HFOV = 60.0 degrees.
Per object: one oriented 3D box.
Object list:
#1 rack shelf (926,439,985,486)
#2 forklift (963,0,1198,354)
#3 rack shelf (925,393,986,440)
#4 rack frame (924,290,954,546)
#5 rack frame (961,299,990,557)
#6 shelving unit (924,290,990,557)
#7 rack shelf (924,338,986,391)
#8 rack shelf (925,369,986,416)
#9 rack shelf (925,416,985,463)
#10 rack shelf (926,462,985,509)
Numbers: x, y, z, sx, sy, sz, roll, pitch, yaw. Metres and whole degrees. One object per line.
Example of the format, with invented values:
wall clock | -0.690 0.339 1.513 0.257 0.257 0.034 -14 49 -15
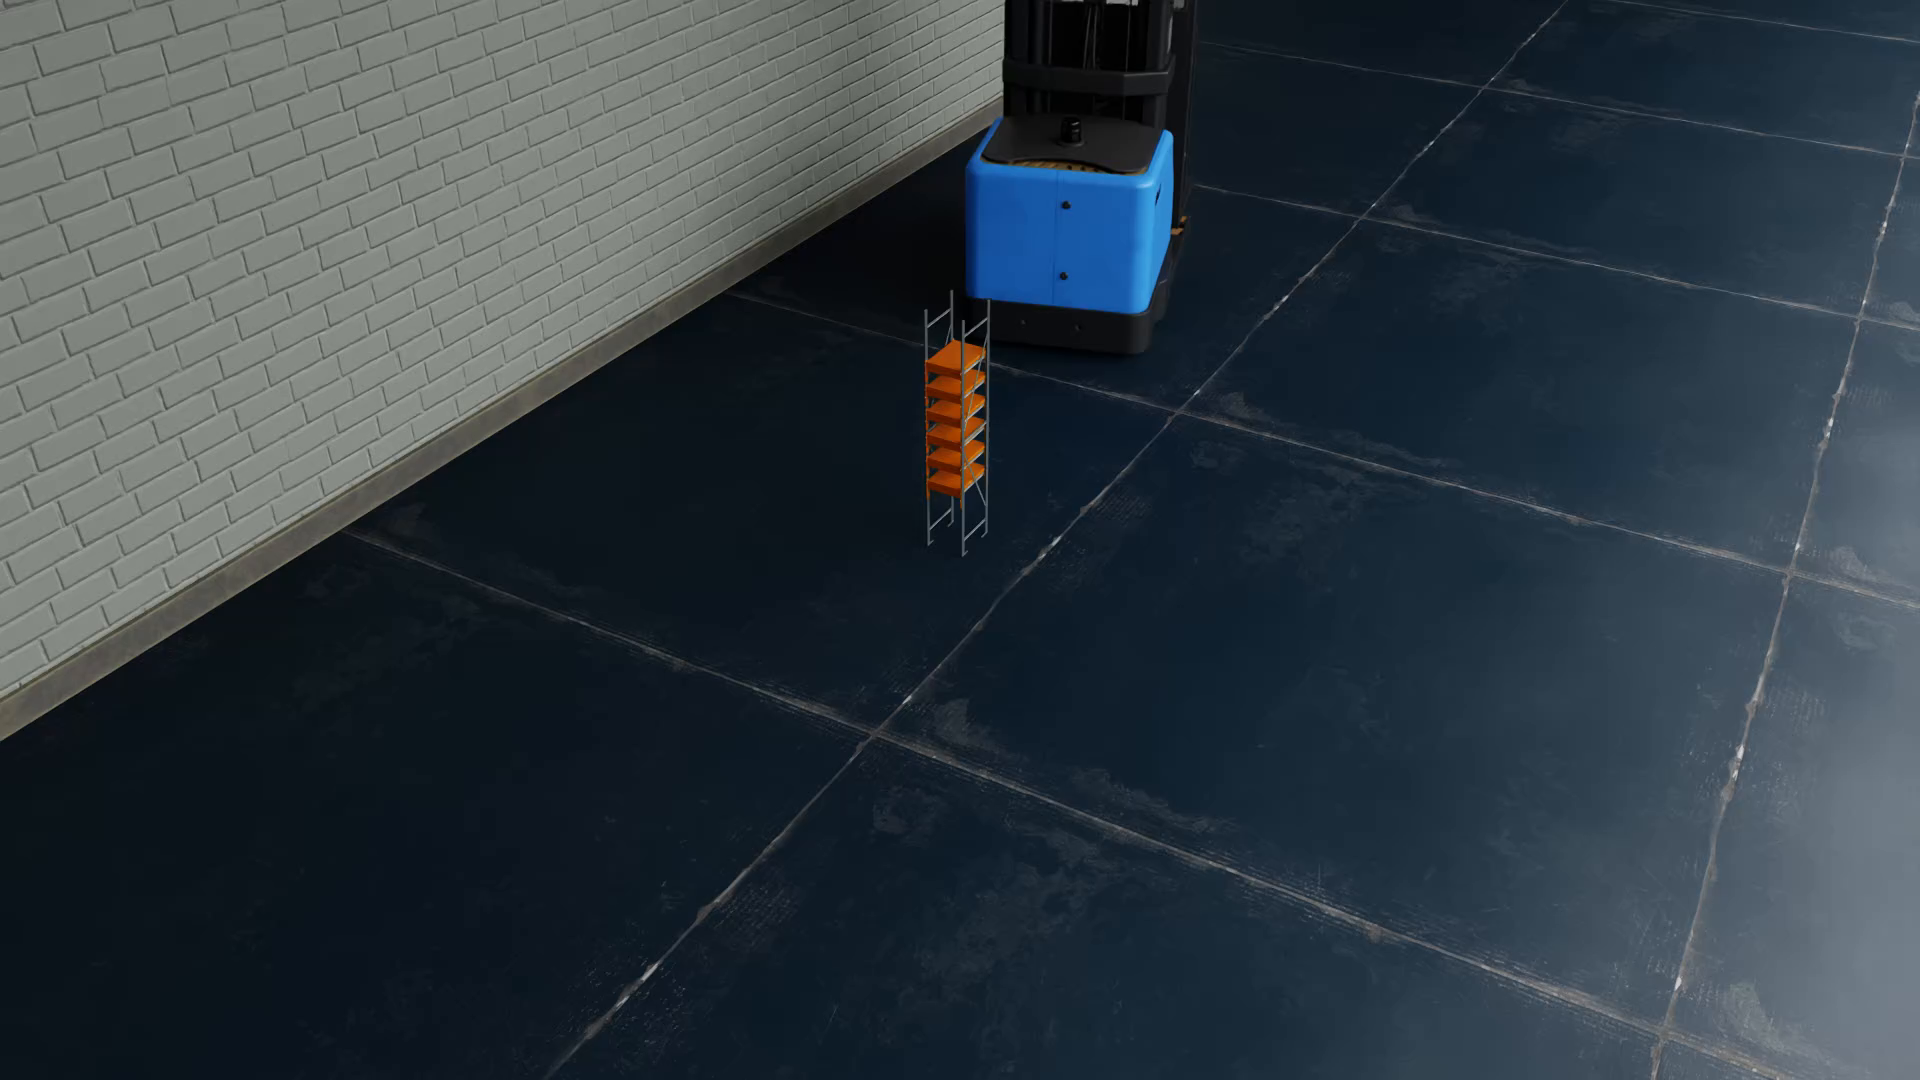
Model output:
rack shelf | -0.013 -0.367 7.515 0.180 0.103 0.258 18 37 24
forklift | 0.852 -3.052 9.689 1.130 2.935 3.031 7 34 11
rack shelf | -0.013 -0.566 7.382 0.180 0.103 0.258 18 37 24
rack frame | -0.092 -0.529 7.461 0.006 1.200 0.240 18 37 24
rack frame | 0.067 -0.478 7.386 0.006 1.200 0.240 18 37 24
shelving unit | -0.013 -0.503 7.423 0.189 1.200 0.258 18 37 24
rack shelf | -0.013 -0.766 7.249 0.180 0.103 0.258 18 37 24
rack shelf | -0.013 -0.666 7.315 0.180 0.103 0.258 18 37 24
rack shelf | -0.013 -0.466 7.448 0.180 0.103 0.258 18 37 24
rack shelf | -0.013 -0.267 7.581 0.180 0.103 0.258 18 37 24
